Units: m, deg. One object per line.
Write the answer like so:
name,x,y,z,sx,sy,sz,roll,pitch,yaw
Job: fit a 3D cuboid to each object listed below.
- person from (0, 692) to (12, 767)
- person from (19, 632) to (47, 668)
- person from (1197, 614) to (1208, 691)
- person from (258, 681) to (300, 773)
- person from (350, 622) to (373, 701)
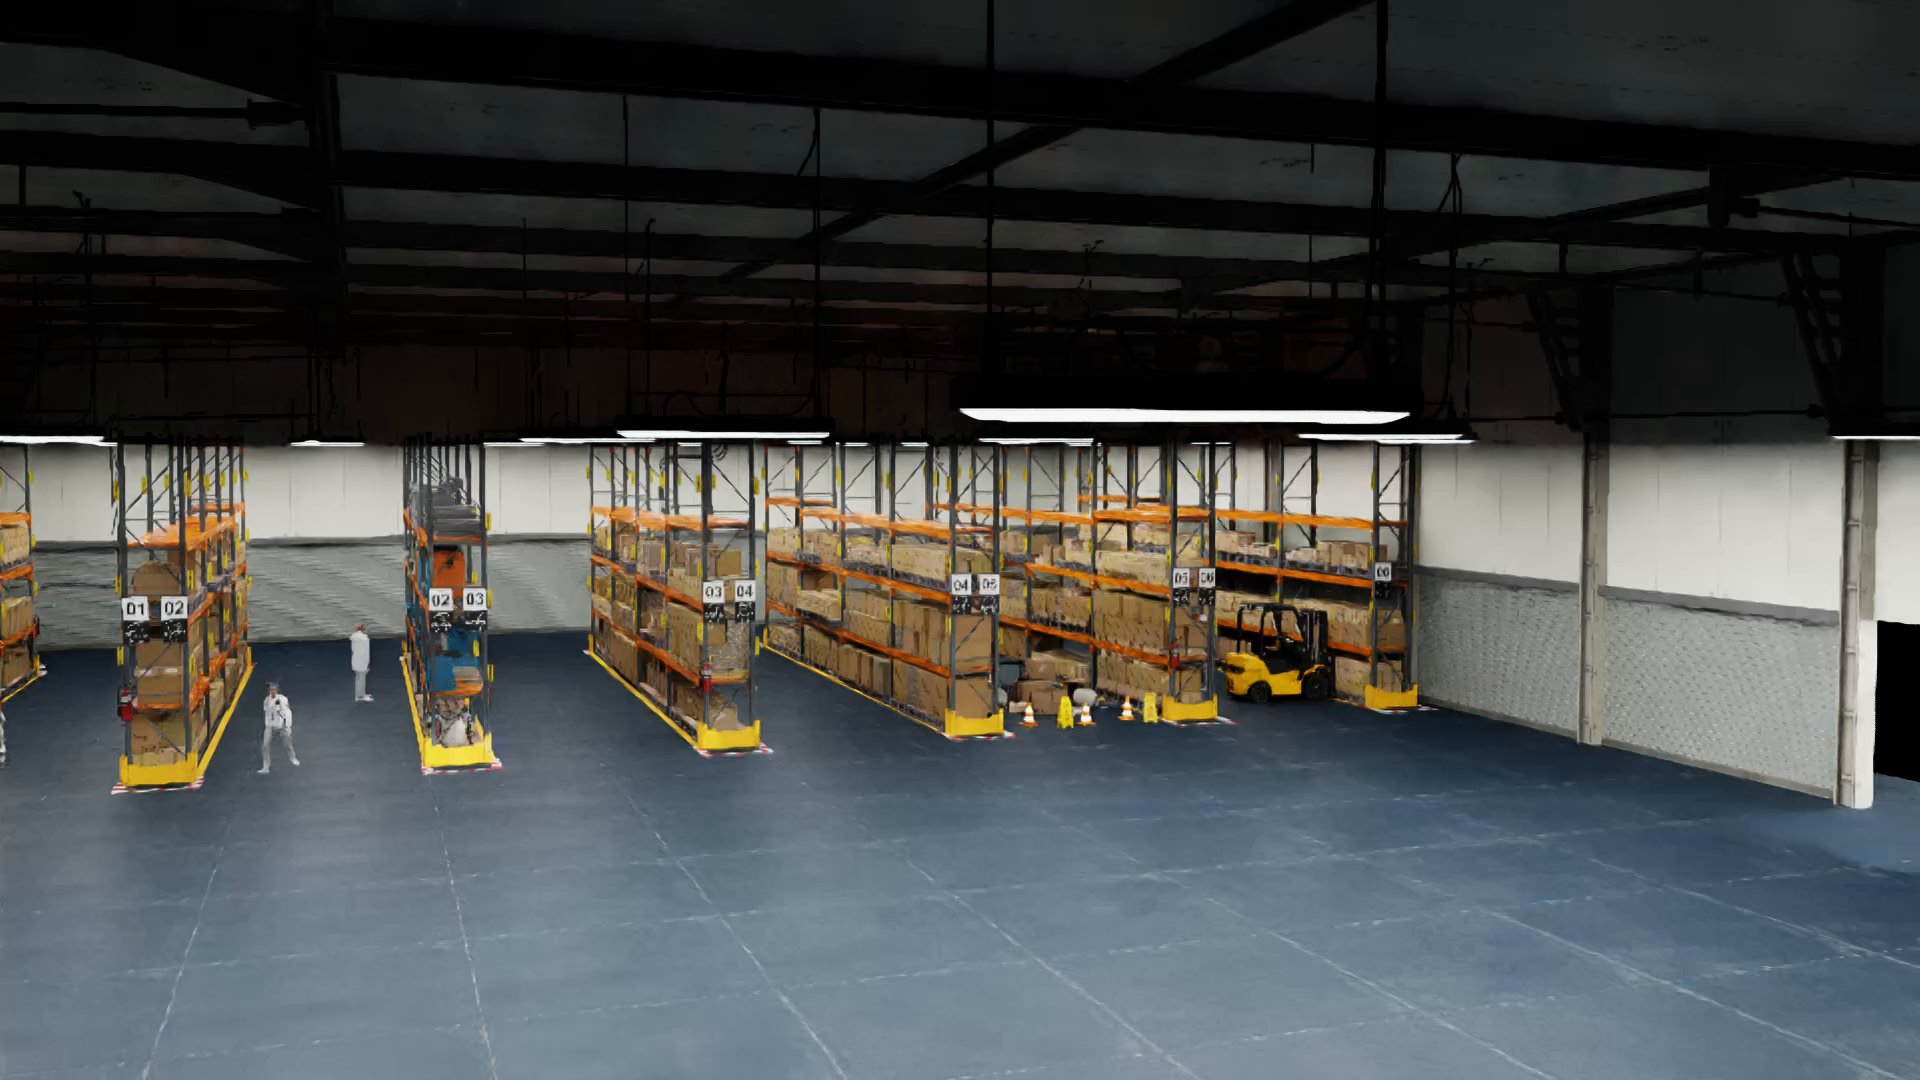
person,-17.393,3.207,29.671,0.678,1.725,0.789,-3,4,-39
person,-24.020,2.541,42.888,0.604,1.580,0.546,1,3,19
person,5.681,2.643,39.188,0.505,1.787,0.618,0,3,4
person,-12.081,3.277,29.461,0.517,1.613,0.915,0,3,1
person,-13.509,2.731,37.620,0.638,1.785,0.515,3,4,39
